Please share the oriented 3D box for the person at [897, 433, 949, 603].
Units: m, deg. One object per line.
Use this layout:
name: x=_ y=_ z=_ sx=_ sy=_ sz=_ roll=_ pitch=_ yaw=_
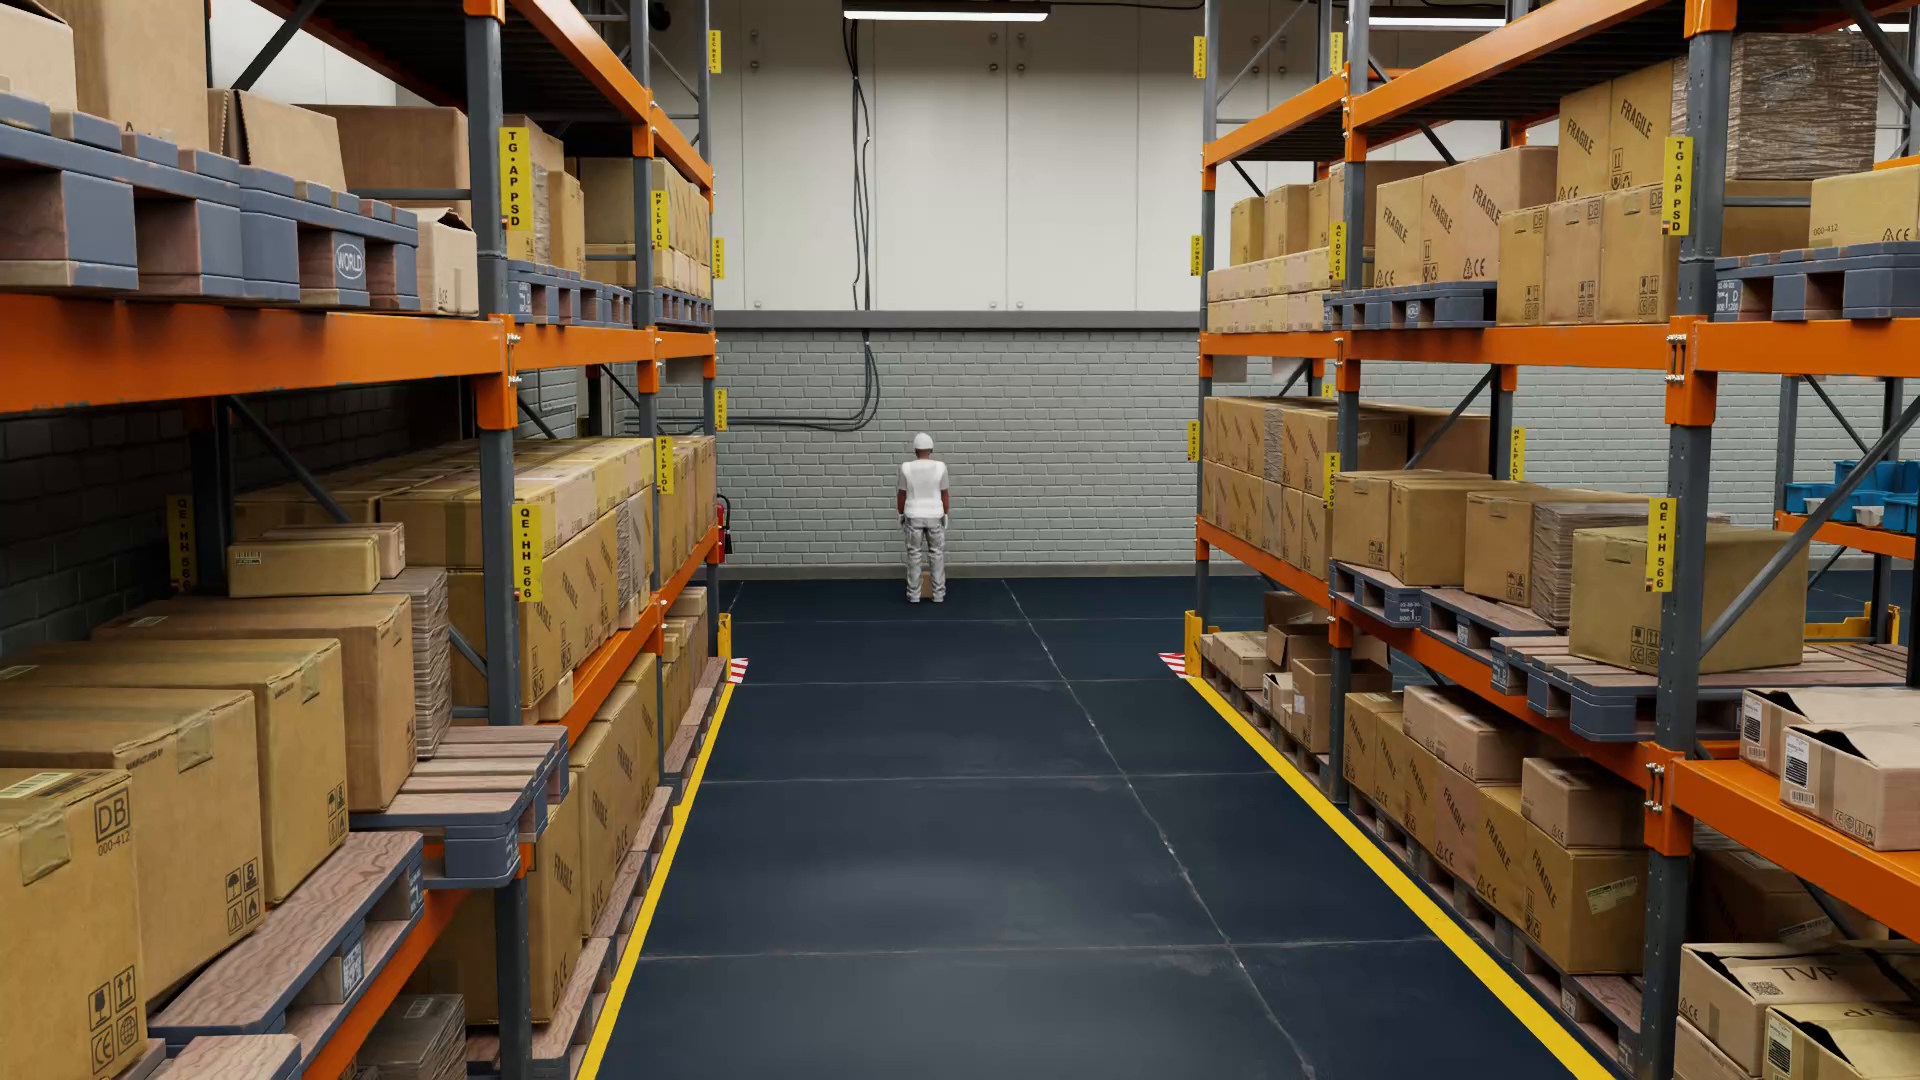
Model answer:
person: x=-0.389 y=-0.232 z=17.534 sx=0.546 sy=1.789 sz=0.380 roll=0 pitch=7 yaw=-3
